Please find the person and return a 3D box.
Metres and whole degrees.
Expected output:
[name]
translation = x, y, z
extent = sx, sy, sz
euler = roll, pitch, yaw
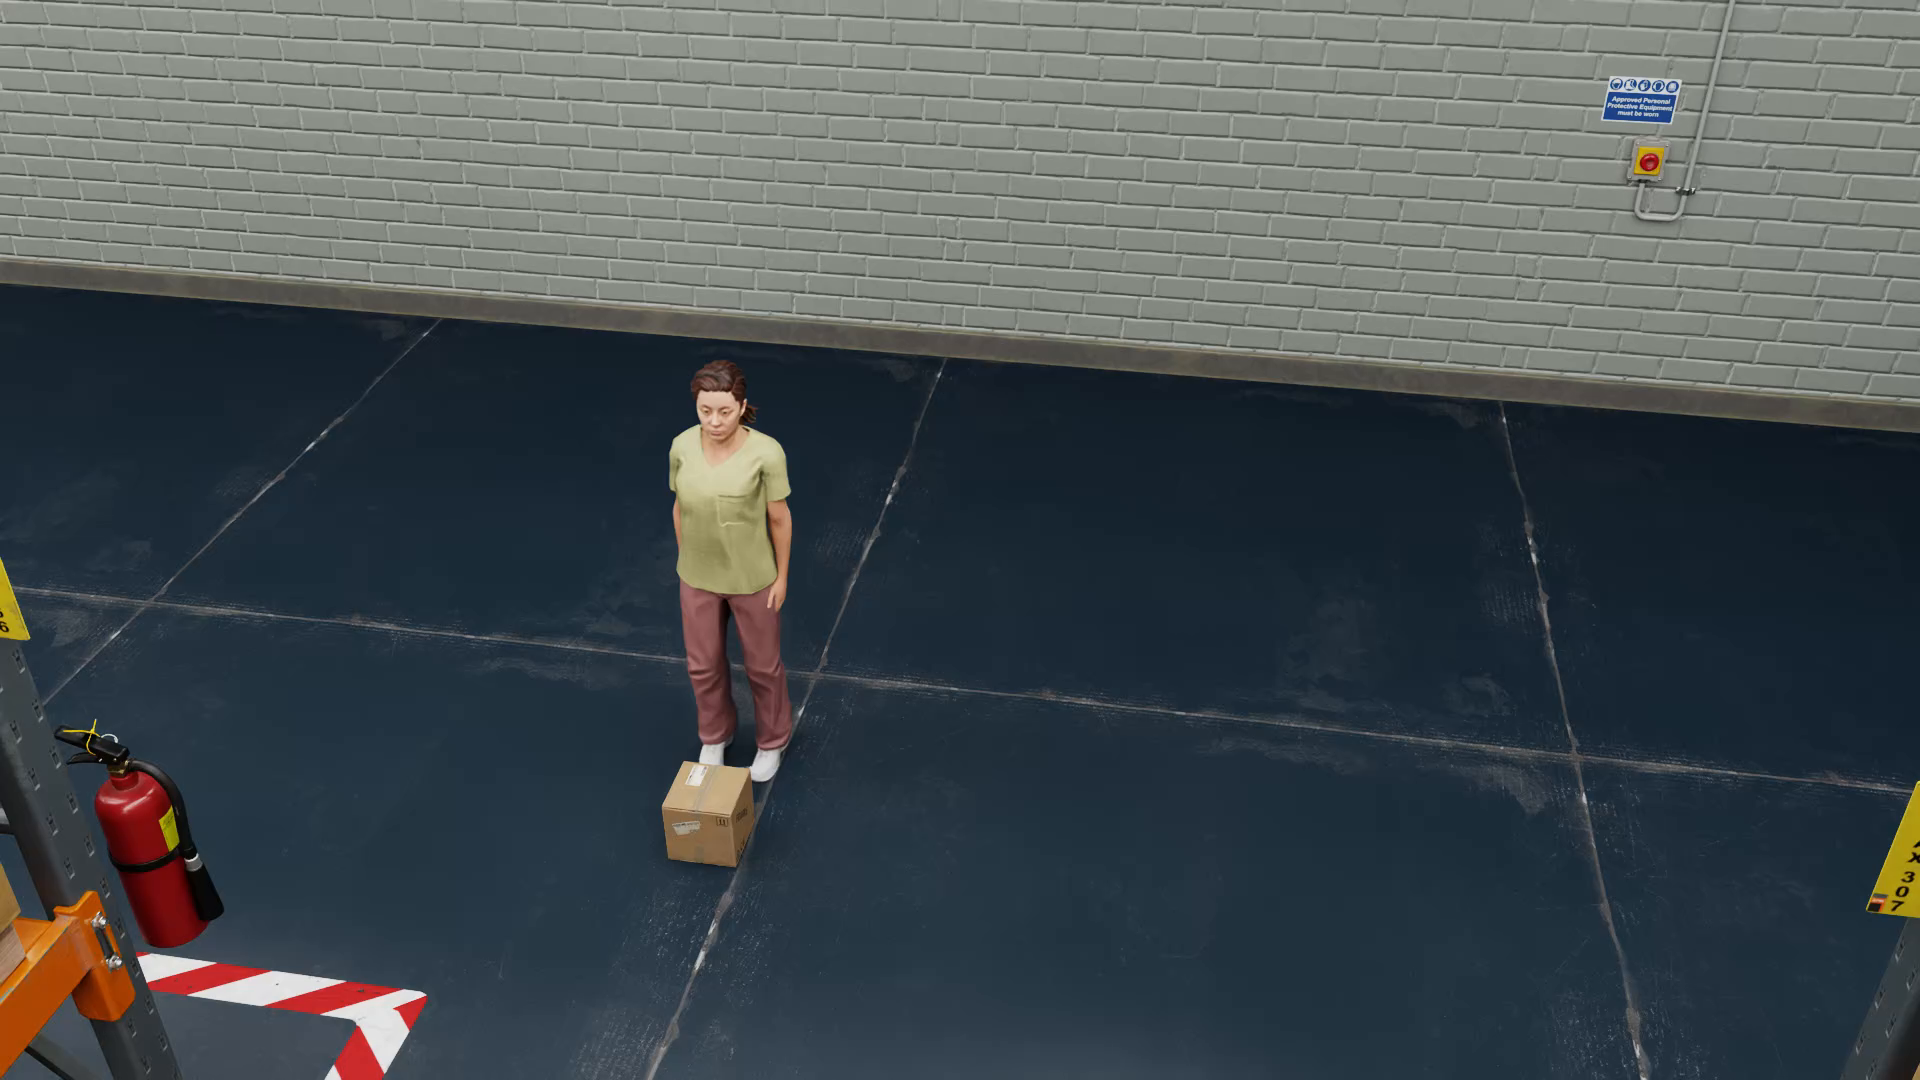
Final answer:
[person]
translation = -0.809, 0.128, 5.949
extent = 0.439, 1.671, 0.365
euler = 6, 33, 9
